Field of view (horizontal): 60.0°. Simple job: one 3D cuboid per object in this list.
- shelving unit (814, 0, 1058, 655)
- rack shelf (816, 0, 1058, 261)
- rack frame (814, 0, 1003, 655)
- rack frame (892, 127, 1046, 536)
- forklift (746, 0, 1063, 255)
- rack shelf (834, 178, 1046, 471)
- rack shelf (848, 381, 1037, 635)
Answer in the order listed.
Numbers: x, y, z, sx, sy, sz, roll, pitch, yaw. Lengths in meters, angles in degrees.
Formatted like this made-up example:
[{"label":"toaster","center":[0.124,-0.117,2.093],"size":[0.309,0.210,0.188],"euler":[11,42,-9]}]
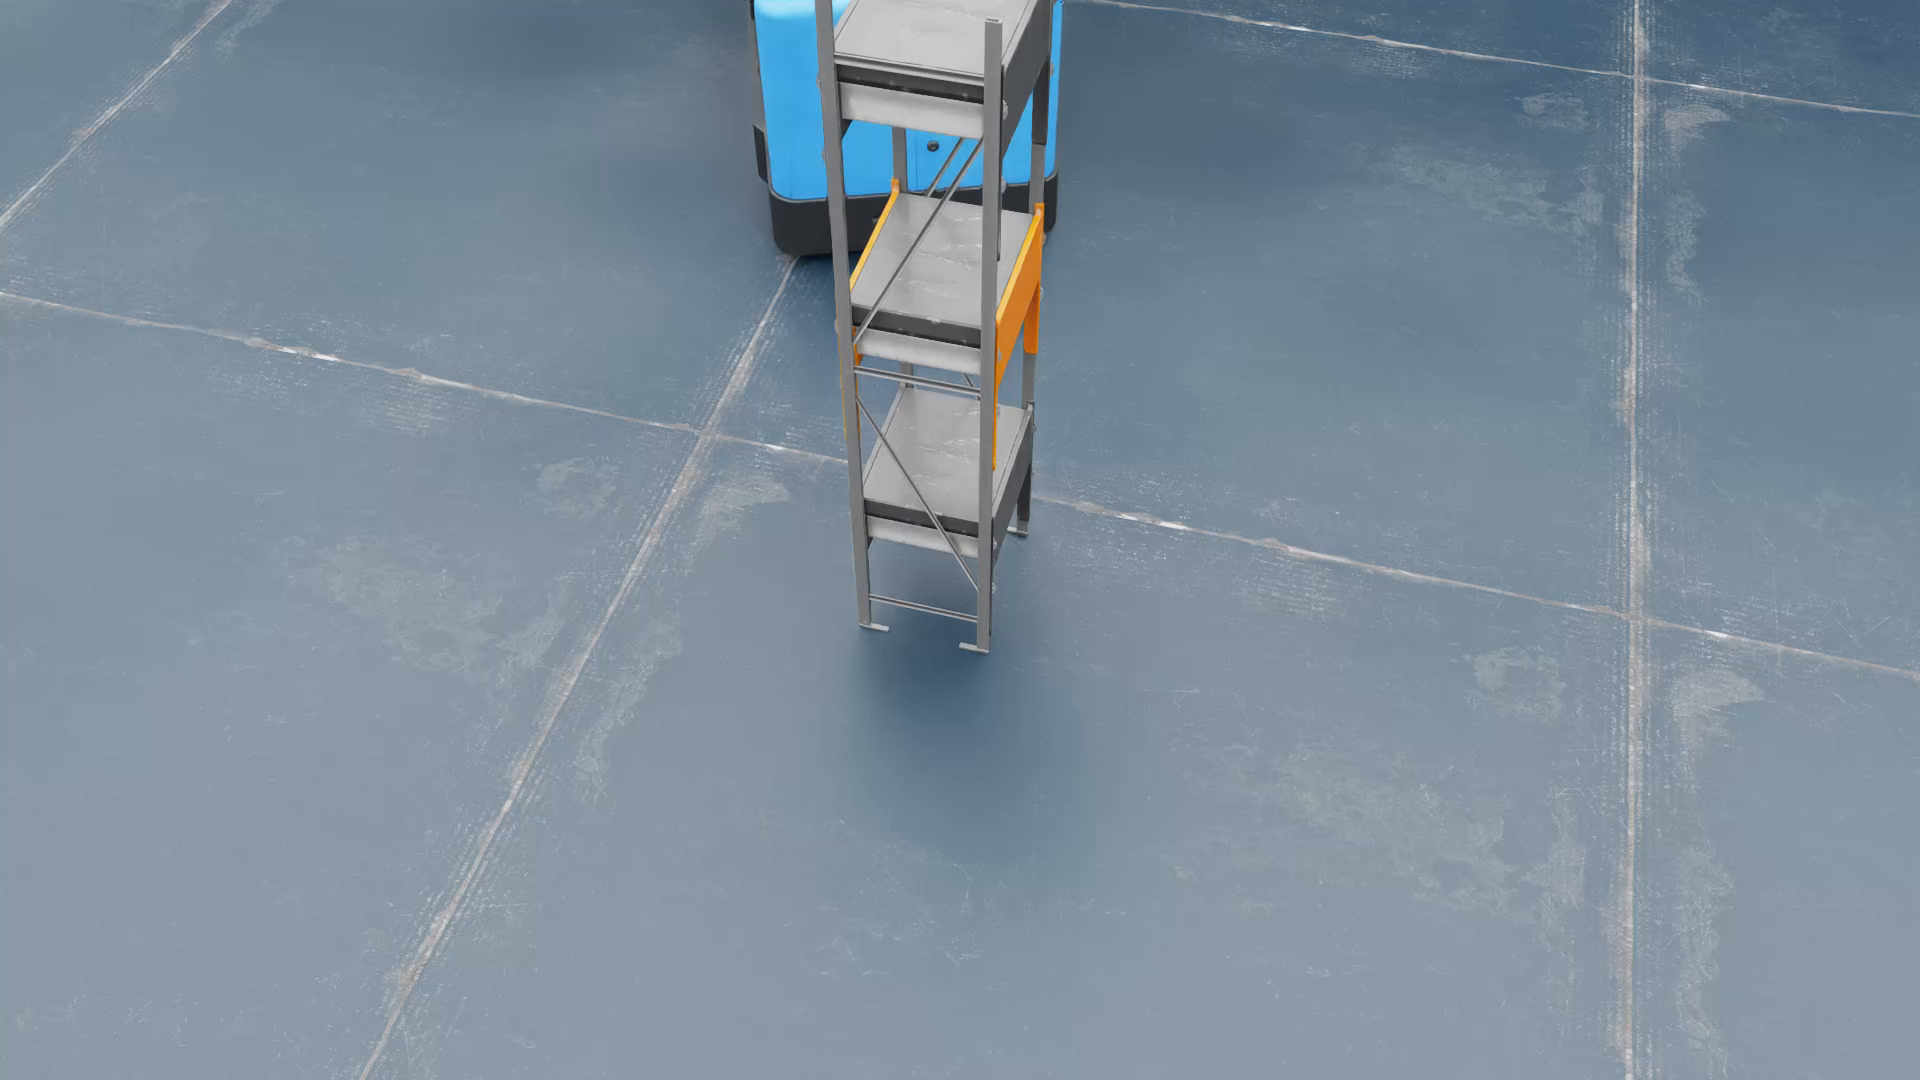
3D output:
[{"label":"shelving unit","center":[-0.044,-0.575,4.357],"size":[0.431,2.100,0.503],"euler":[12,50,10]},{"label":"rack shelf","center":[-0.044,-1.029,3.842],"size":[0.431,0.518,0.480],"euler":[12,50,10]},{"label":"rack frame","center":[-0.108,-0.399,4.201],"size":[0.400,2.100,0.015],"euler":[12,50,10]},{"label":"rack frame","center":[0.021,-0.752,4.513],"size":[0.400,2.100,0.015],"euler":[12,50,10]},{"label":"forklift","center":[-0.339,-3.127,6.055],"size":[1.130,2.935,3.031],"euler":[-5,49,-5]},{"label":"rack shelf","center":[-0.044,-0.566,4.367],"size":[0.431,0.518,0.480],"euler":[12,50,10]},{"label":"rack shelf","center":[-0.044,-0.103,4.892],"size":[0.431,0.518,0.480],"euler":[12,50,10]}]
